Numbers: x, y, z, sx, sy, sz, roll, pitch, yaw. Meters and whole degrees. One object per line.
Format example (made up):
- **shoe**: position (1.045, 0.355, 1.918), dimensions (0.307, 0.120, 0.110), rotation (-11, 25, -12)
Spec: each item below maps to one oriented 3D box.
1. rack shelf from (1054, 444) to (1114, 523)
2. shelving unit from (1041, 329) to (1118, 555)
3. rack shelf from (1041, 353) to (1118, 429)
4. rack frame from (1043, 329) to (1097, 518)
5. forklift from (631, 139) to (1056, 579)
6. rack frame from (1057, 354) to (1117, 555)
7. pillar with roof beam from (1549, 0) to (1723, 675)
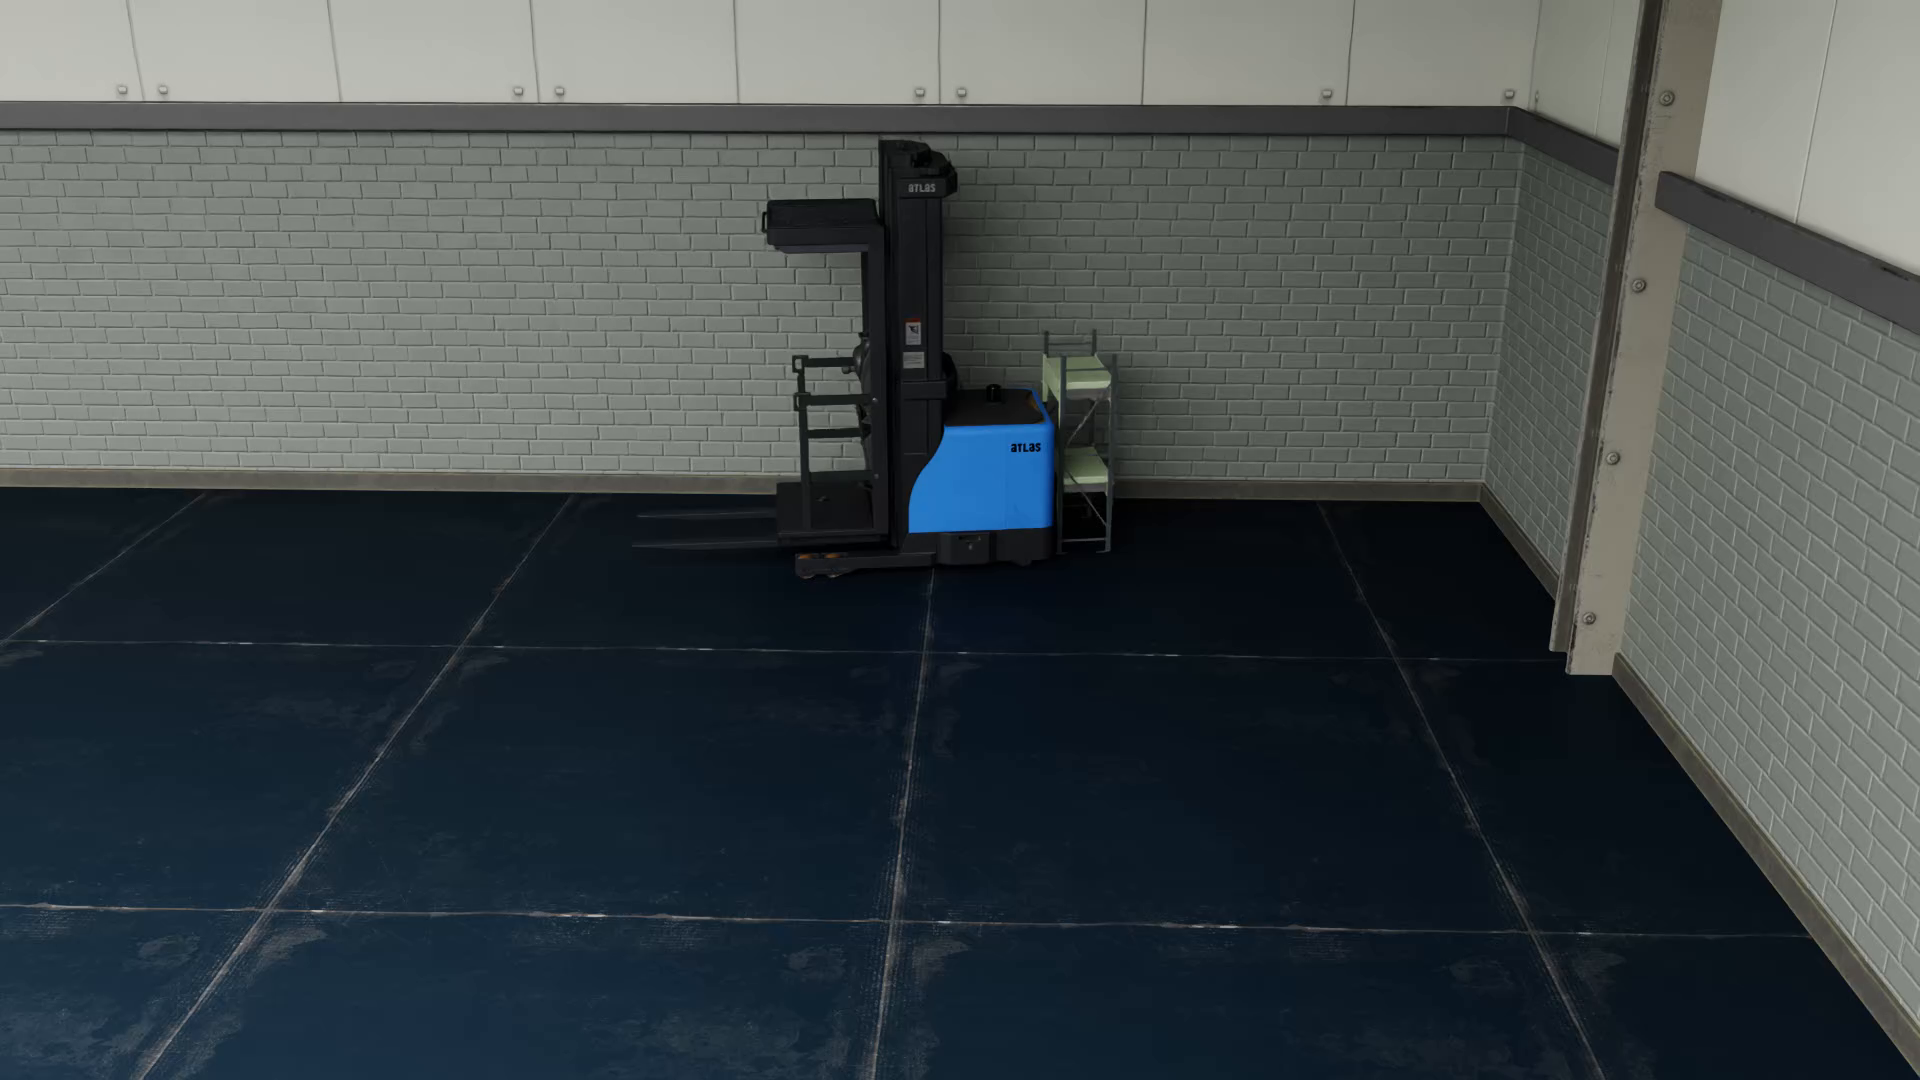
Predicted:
- **rack shelf**: position (0.869, -0.432, 12.471), dimensions (0.431, 0.370, 0.720), rotation (-2, 21, -6)
- **shelving unit**: position (0.869, -0.736, 12.353), dimensions (0.431, 1.500, 0.755), rotation (-2, 21, -6)
- **rack shelf**: position (0.870, -1.100, 12.212), dimensions (0.431, 0.370, 0.720), rotation (-2, 21, -6)
- **rack frame**: position (0.826, -0.868, 12.692), dimensions (0.400, 1.500, 0.023), rotation (-2, 21, -6)
- **forklift**: position (-0.864, -1.294, 11.811), dimensions (3.031, 2.935, 1.130), rotation (-2, 21, -6)
- **rack frame**: position (0.913, -0.605, 12.014), dimensions (0.400, 1.500, 0.023), rotation (-2, 21, -6)
- **pillar with roof beam**: position (-0.353, -3.475, 9.046), dimensions (9.100, 9.000, 0.400), rotation (1, 21, 2)
